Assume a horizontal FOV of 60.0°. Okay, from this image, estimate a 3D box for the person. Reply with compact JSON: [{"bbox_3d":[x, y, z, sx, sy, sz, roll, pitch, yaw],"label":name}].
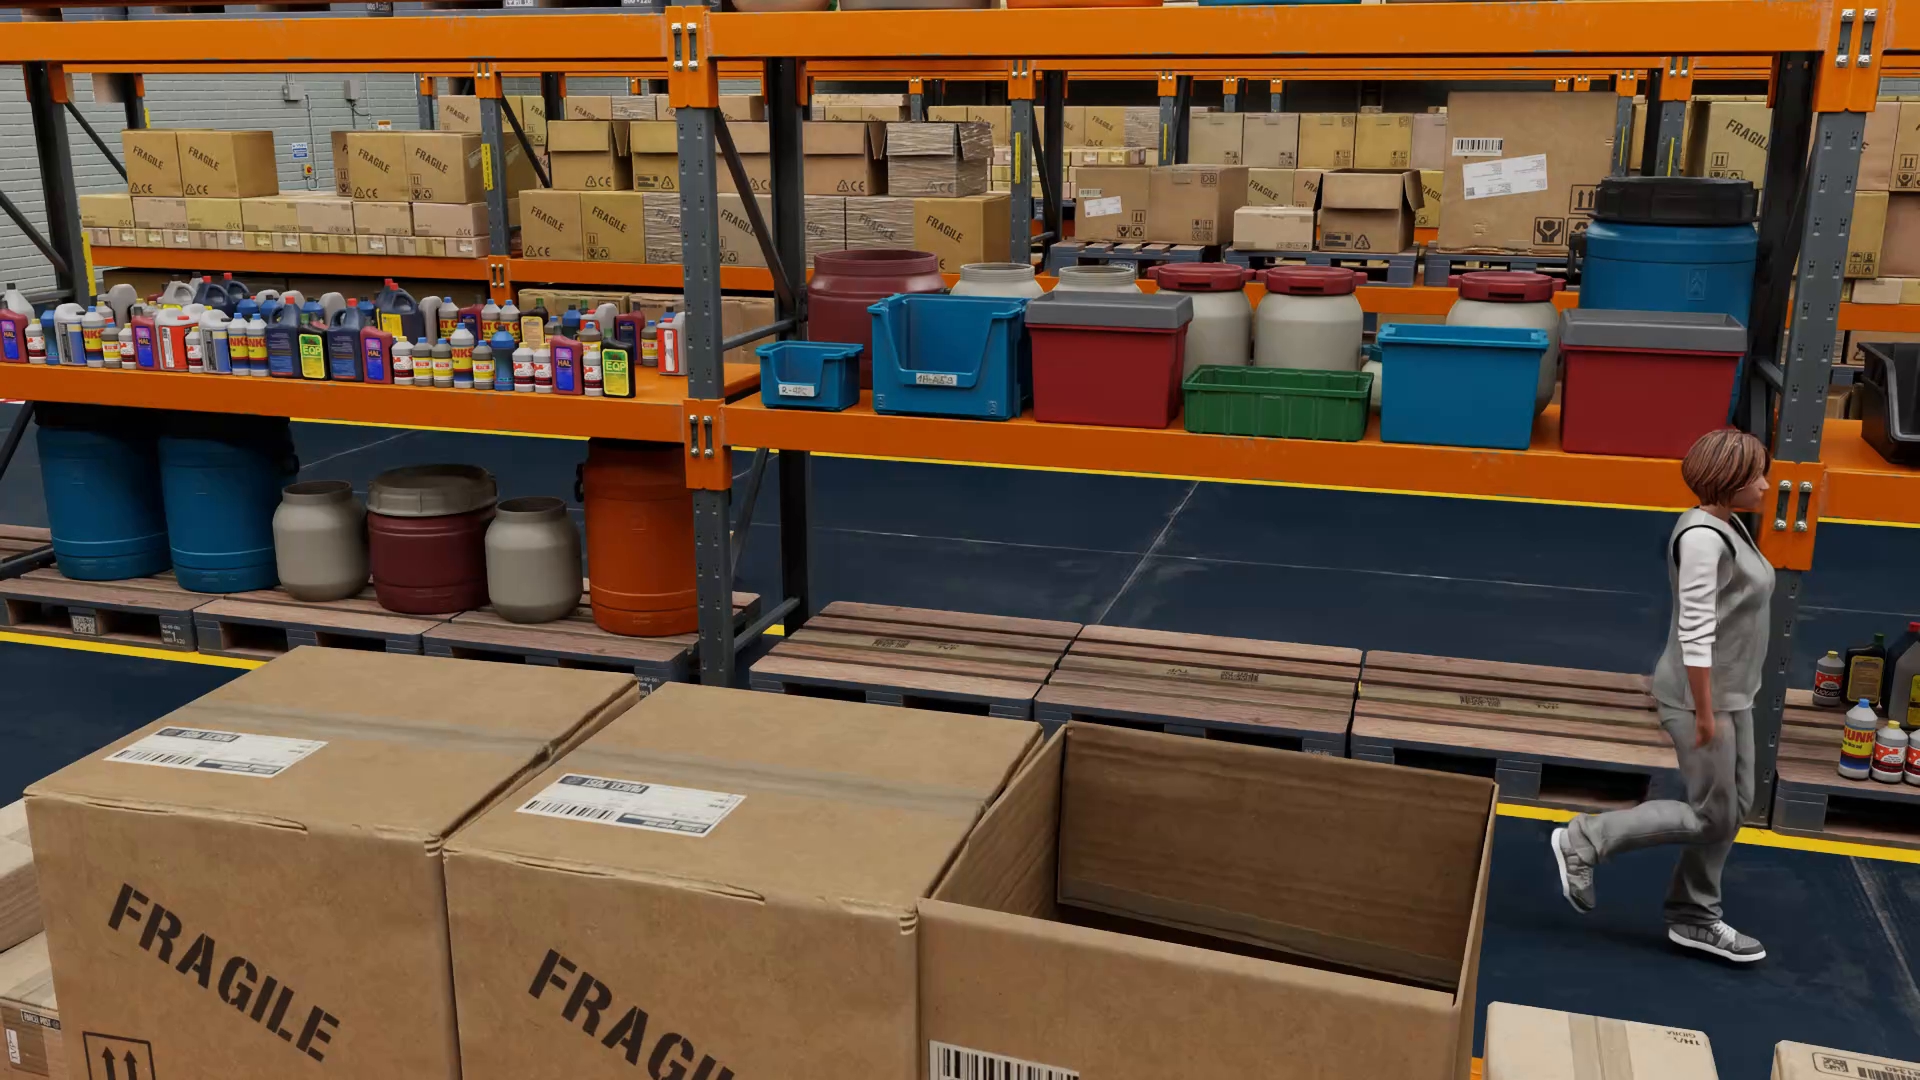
[{"bbox_3d":[2.120,0.452,4.872,0.614,1.583,0.410,10,18,33],"label":"person"}]
